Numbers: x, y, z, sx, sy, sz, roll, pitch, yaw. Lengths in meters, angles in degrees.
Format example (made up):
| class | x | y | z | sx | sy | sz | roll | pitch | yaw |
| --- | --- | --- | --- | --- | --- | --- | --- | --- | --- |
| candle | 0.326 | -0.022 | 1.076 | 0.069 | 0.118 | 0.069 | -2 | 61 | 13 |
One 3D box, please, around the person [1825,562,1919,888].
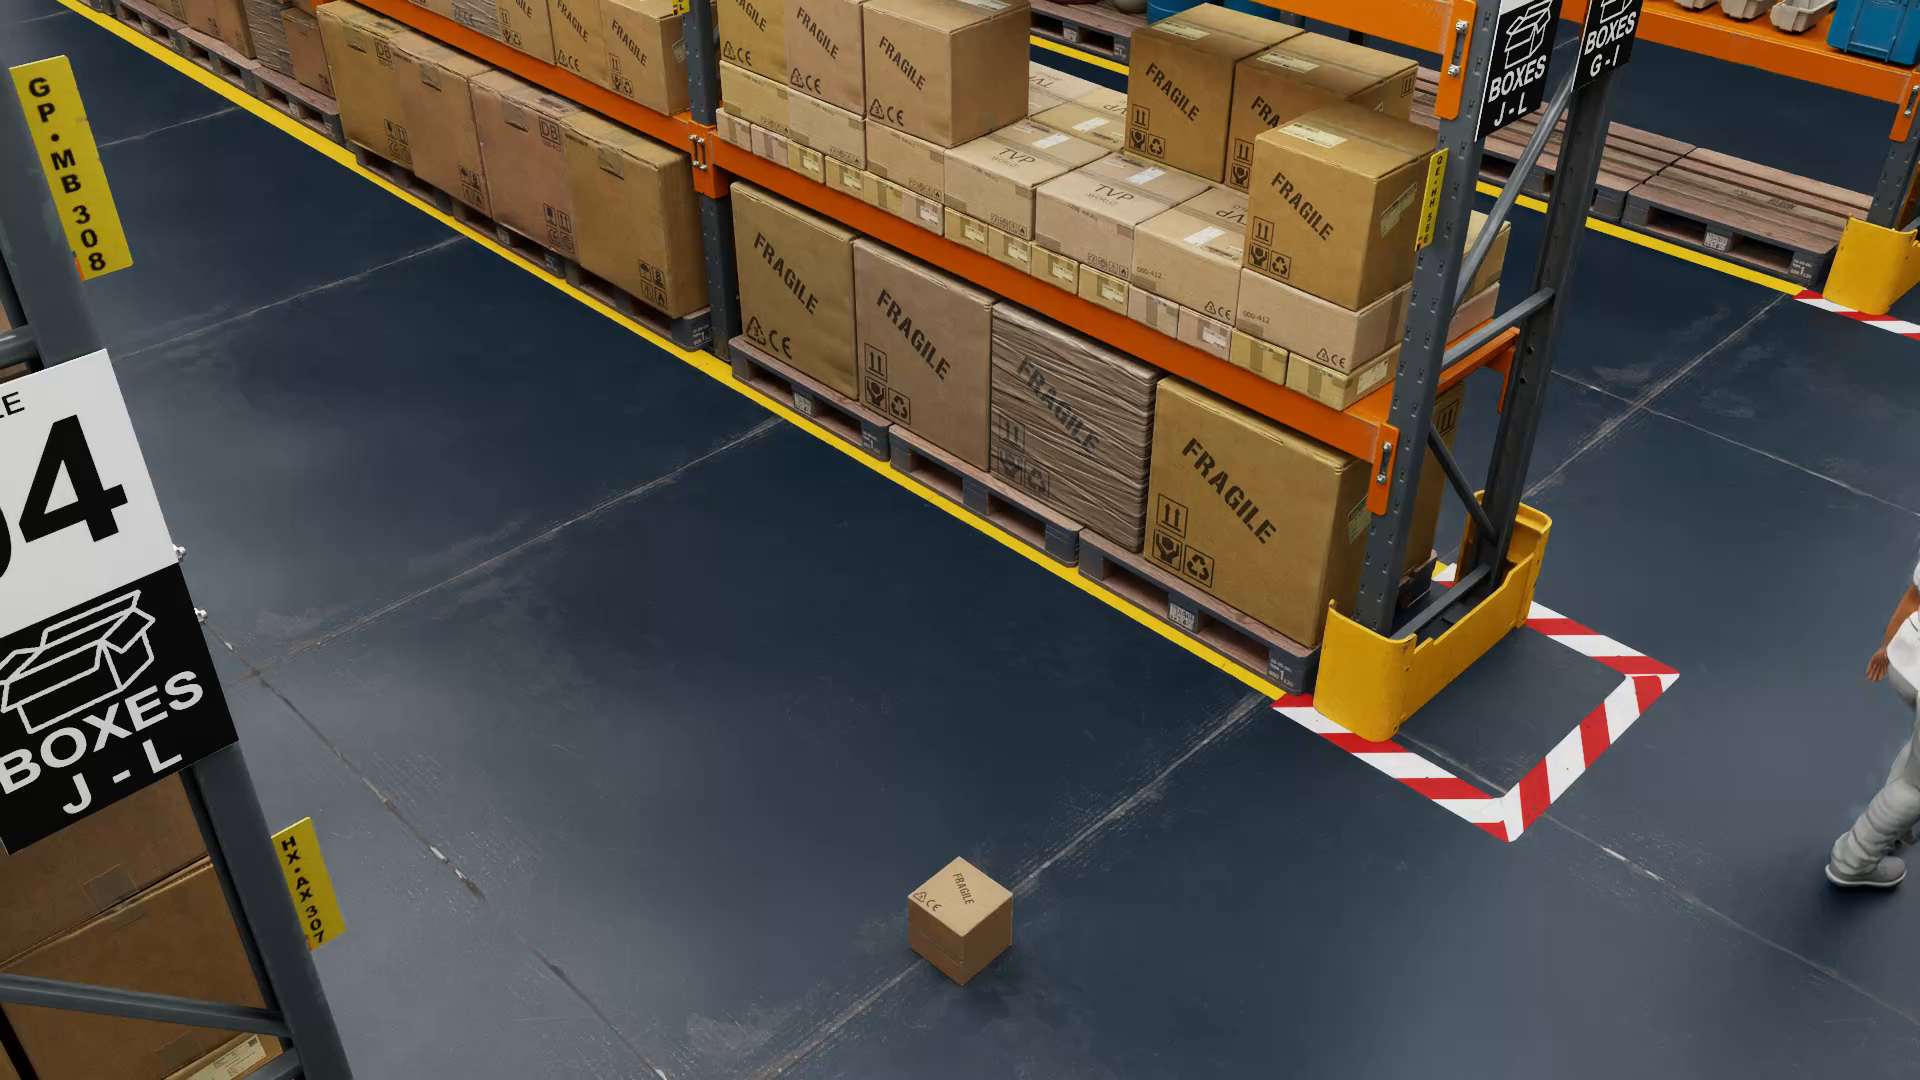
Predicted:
| class | x | y | z | sx | sy | sz | roll | pitch | yaw |
| --- | --- | --- | --- | --- | --- | --- | --- | --- | --- |
| person | 3.282 | 0.509 | 5.470 | 0.504 | 1.734 | 0.511 | -4 | 36 | -5 |
